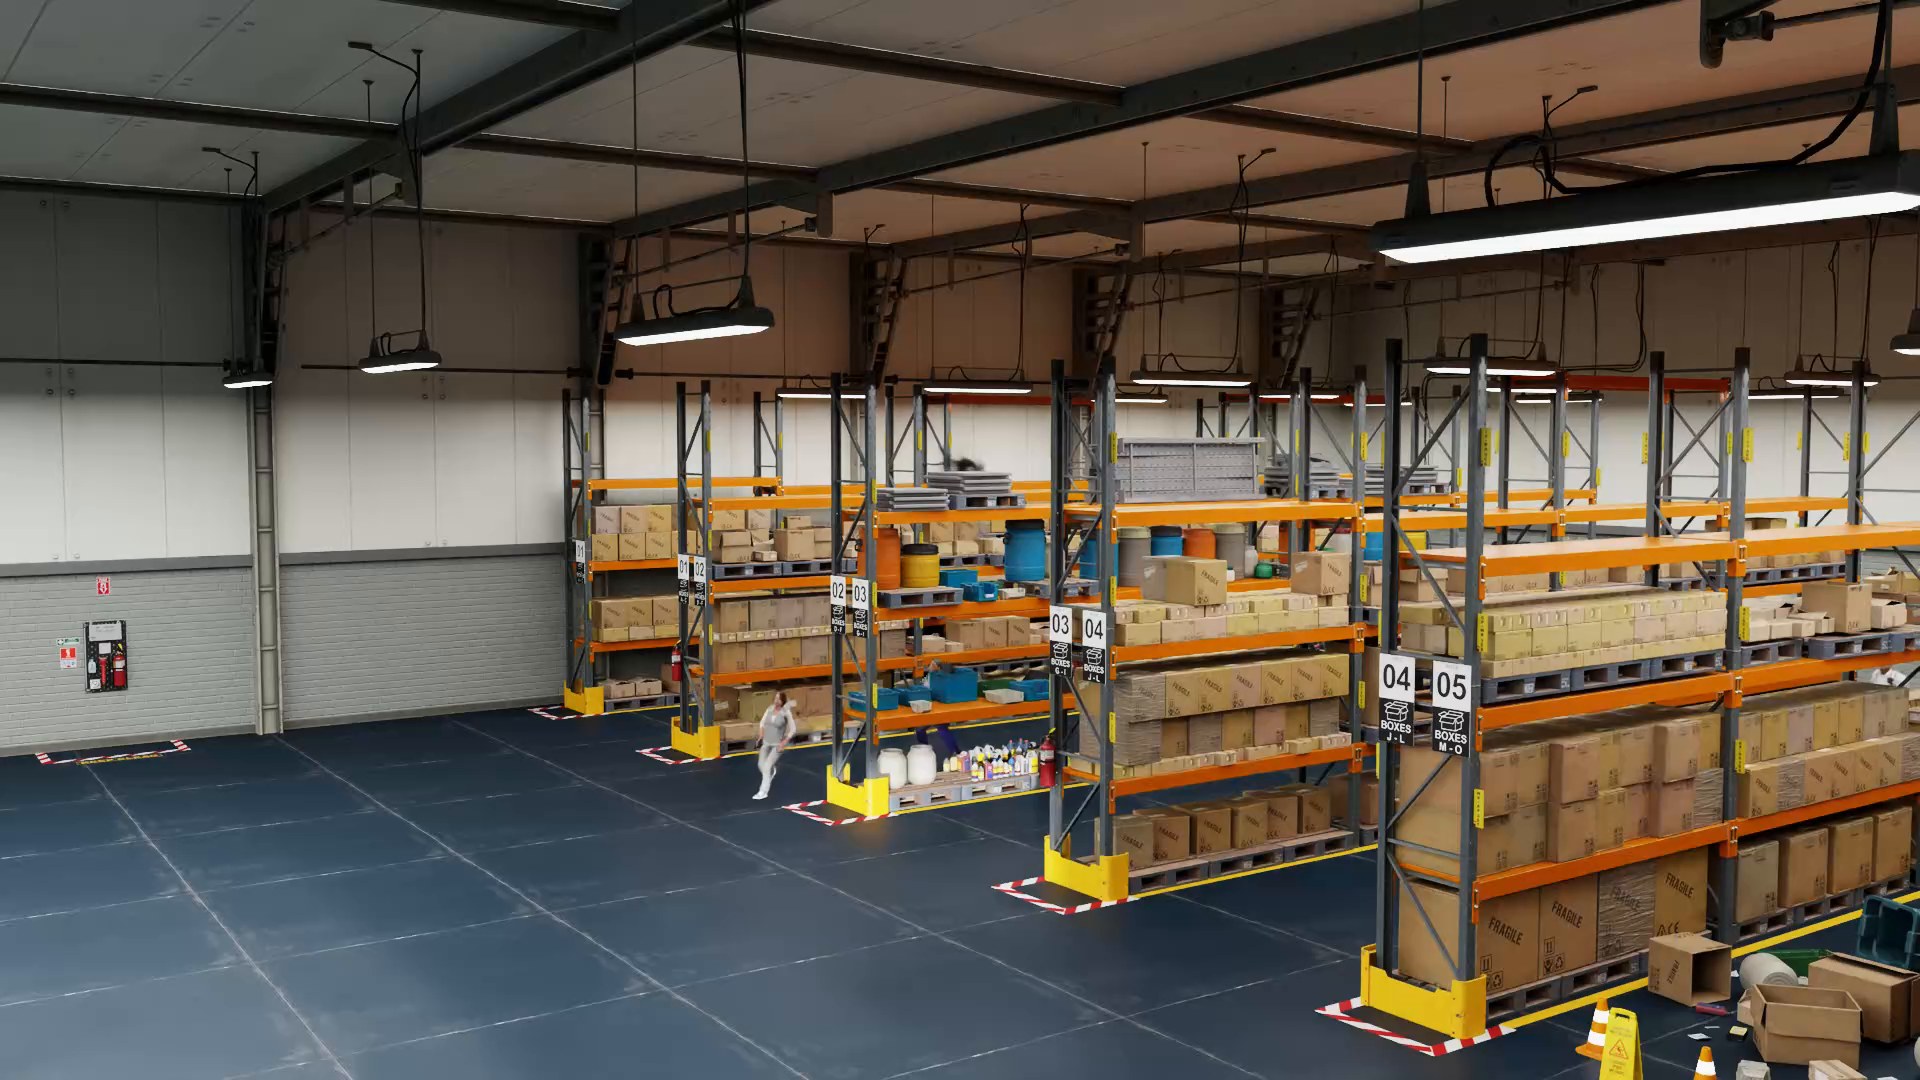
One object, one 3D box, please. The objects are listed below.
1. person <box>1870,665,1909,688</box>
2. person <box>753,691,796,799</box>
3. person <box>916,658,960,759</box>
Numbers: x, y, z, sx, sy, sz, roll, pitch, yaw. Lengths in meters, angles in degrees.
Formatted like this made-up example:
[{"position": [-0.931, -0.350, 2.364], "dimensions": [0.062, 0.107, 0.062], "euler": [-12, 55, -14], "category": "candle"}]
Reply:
[{"position": [14.286, 2.657, 25.646], "dimensions": [0.748, 1.855, 0.658], "euler": [-3, 5, -37], "category": "person"}, {"position": [-2.597, 2.892, 23.527], "dimensions": [0.575, 1.524, 0.528], "euler": [1, 4, 20], "category": "person"}, {"position": [-0.369, 2.679, 25.807], "dimensions": [0.748, 1.708, 0.581], "euler": [-3, 5, -41], "category": "person"}]
